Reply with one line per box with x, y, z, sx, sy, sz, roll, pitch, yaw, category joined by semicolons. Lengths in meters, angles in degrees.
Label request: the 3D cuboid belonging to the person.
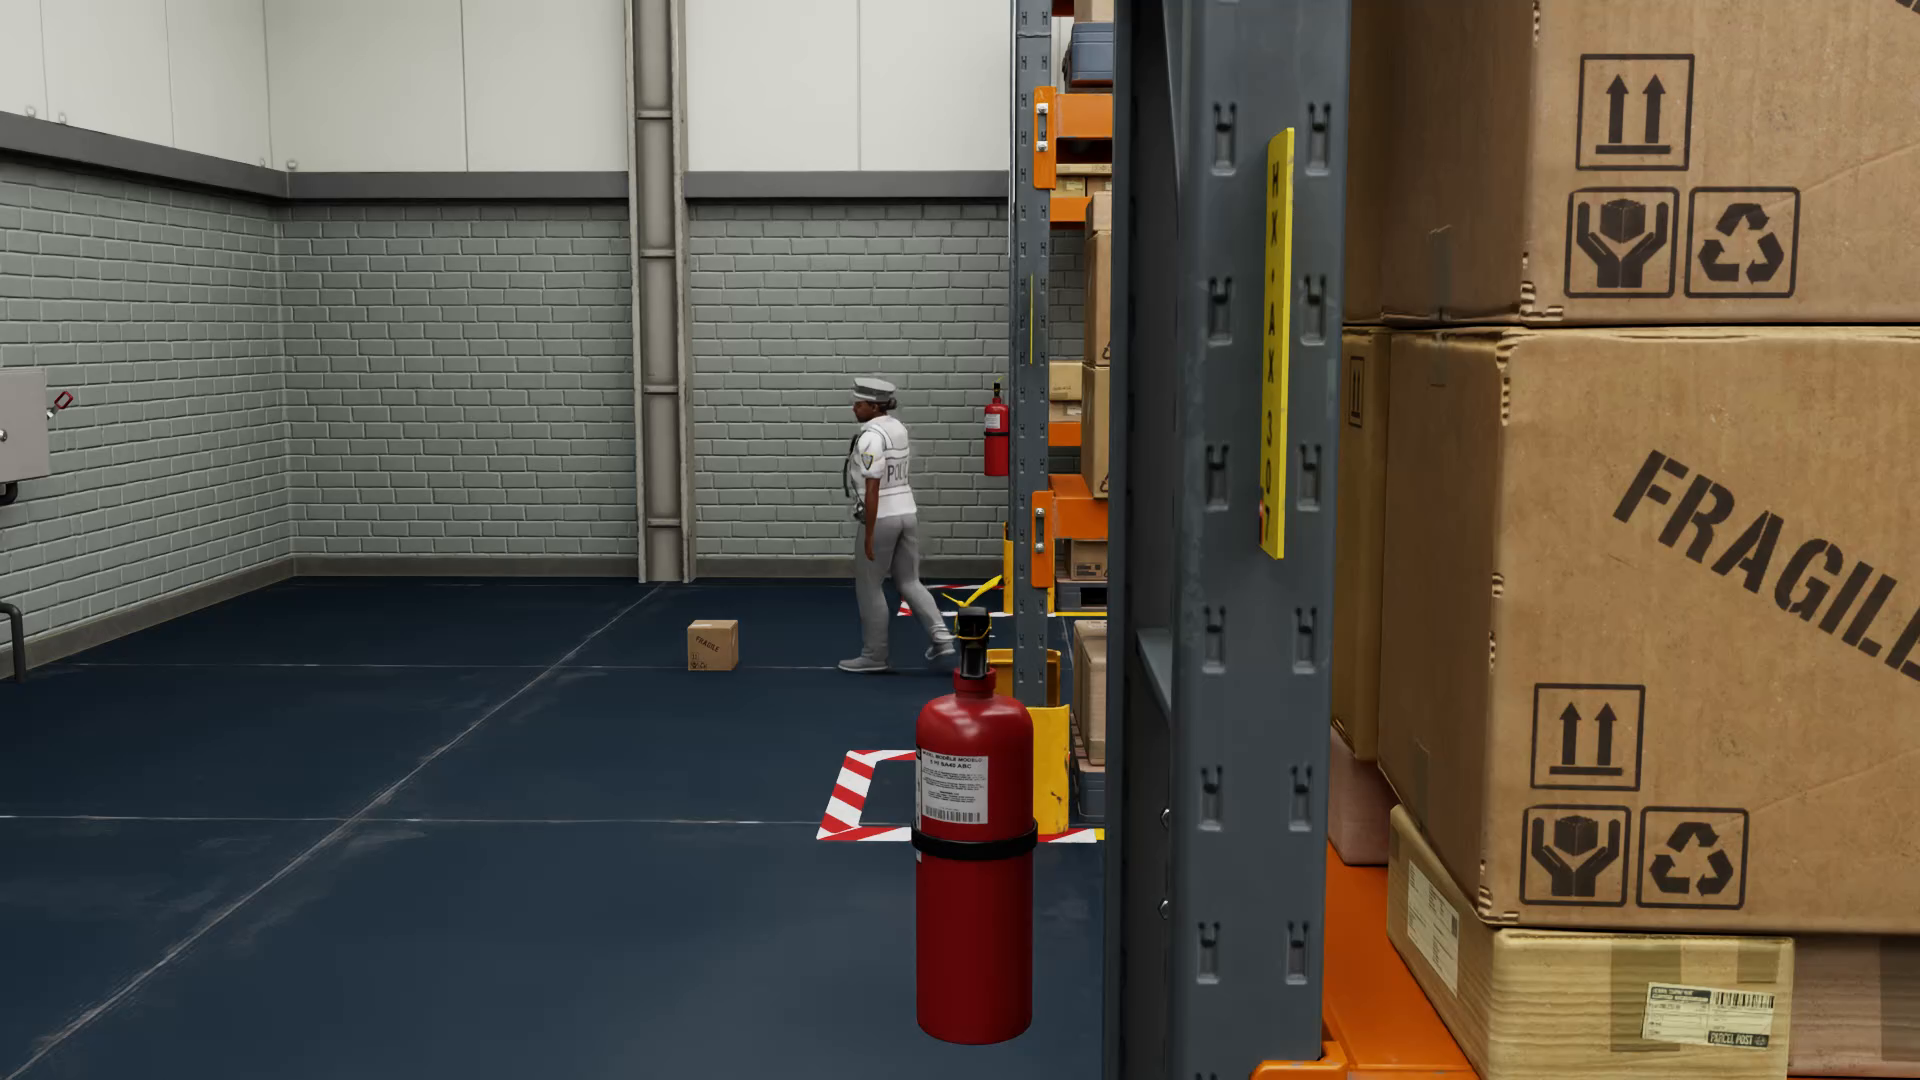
-0.354;-0.078;9.323;0.656;1.663;0.479;4;8;28;person
